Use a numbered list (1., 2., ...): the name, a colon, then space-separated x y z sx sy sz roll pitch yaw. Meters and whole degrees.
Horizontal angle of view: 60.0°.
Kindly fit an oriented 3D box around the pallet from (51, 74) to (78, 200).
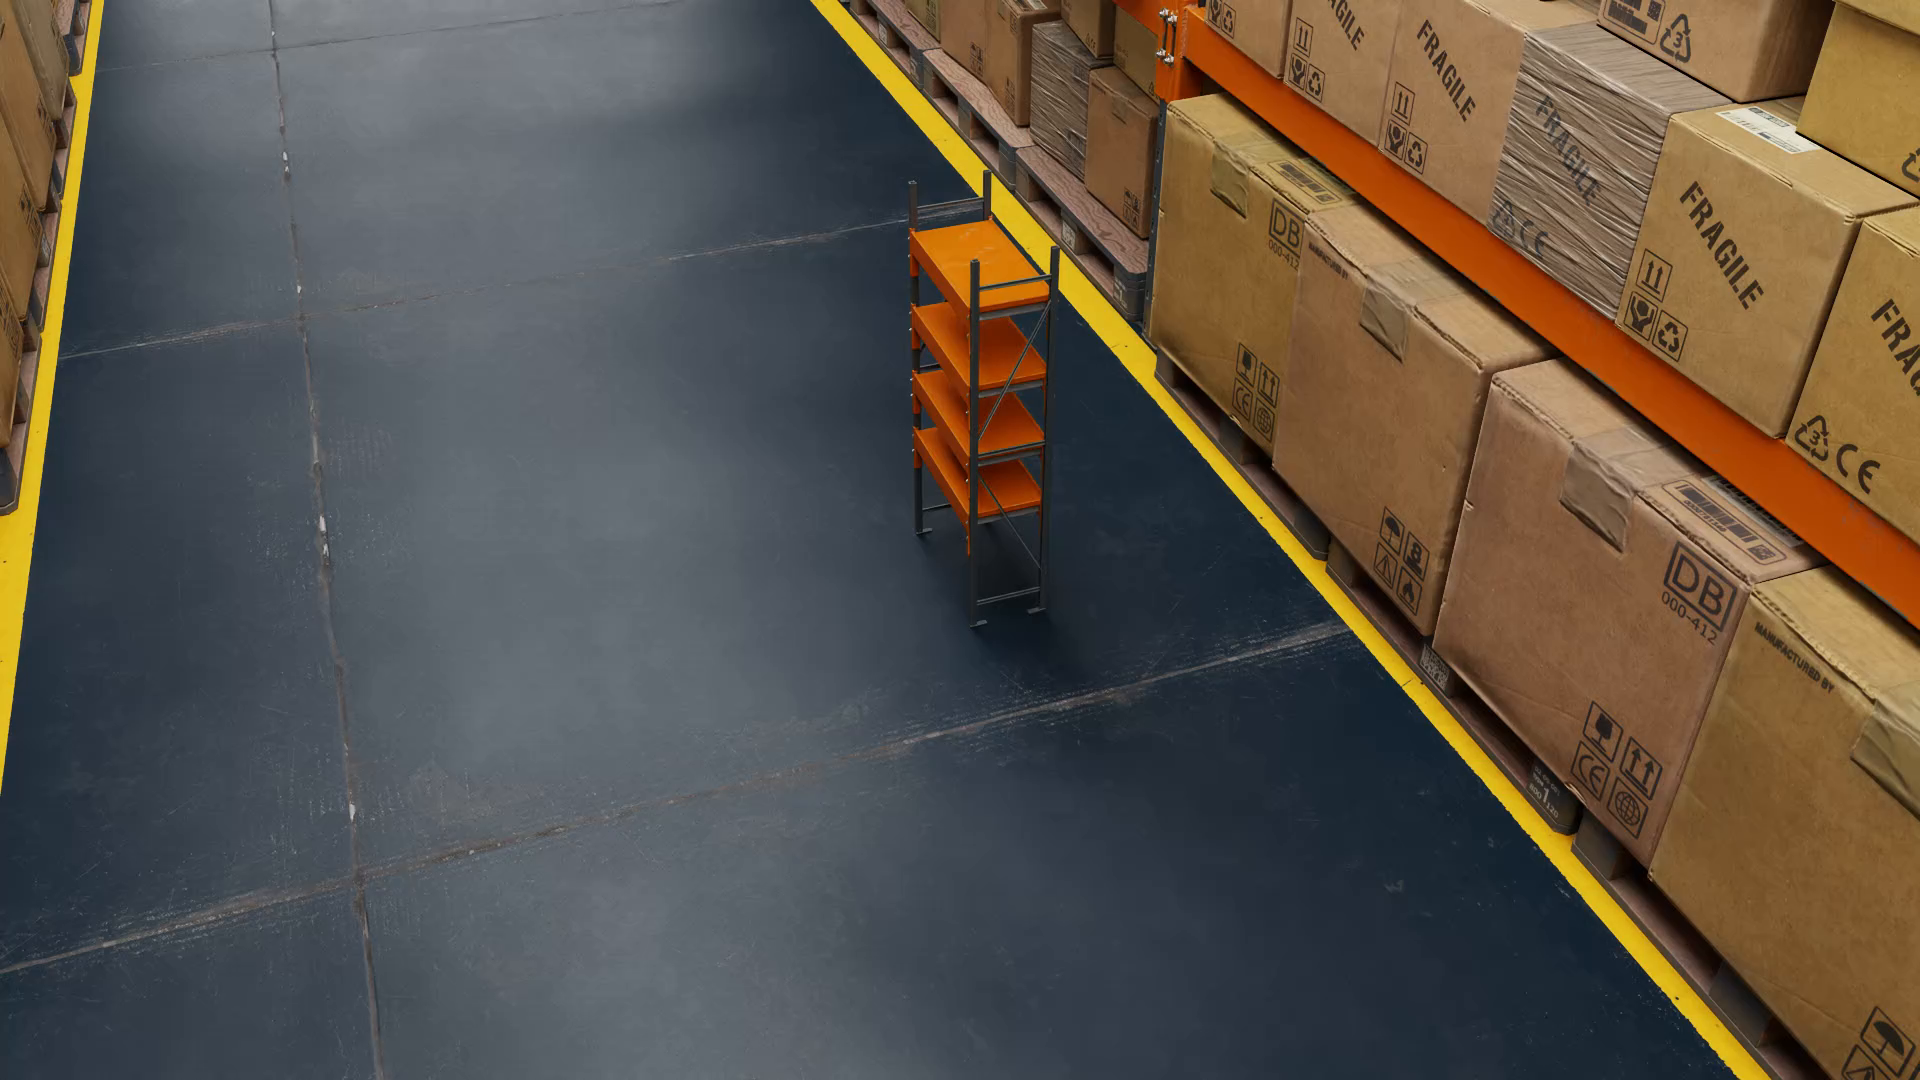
1. pallet: -4.559 -1.785 7.444 1.003 0.211 1.213 -12 39 -16

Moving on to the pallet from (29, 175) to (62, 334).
1. pallet: -4.135 -1.095 6.528 1.003 0.211 1.213 -12 39 -16

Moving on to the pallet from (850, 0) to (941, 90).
1. pallet: 0.066 -2.735 8.706 1.003 0.211 1.213 -12 39 -16

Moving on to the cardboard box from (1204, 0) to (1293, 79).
1. cardboard box: 1.085 -1.738 4.981 0.500 0.500 0.500 -11 38 -15

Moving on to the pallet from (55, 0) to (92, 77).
1. pallet: -5.083 -2.651 8.594 1.003 0.211 1.213 -12 39 -16

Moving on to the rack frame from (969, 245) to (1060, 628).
1. rack frame: 0.141 -0.248 4.582 0.240 1.200 0.015 -12 39 -16

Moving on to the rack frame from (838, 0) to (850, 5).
1. rack frame: -0.203 -4.289 8.451 1.000 3.000 0.127 -12 39 -16

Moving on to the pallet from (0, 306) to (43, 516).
1. pallet: -3.719 -0.406 5.614 1.003 0.211 1.213 -12 39 -16

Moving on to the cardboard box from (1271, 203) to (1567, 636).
1. cardboard box: 1.691 -0.449 4.770 1.225 0.875 0.875 -12 39 -16

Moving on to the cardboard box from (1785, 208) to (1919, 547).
1. cardboard box: 1.968 -0.298 3.069 0.500 0.500 0.500 -11 38 -15

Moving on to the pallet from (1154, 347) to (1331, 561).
1. pallet: 1.374 -0.454 5.678 1.003 0.211 1.213 -12 39 -16

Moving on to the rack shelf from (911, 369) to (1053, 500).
1. rack shelf: 0.057 -0.332 4.805 0.258 0.148 0.480 -12 39 -16

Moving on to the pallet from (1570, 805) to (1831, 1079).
1. pallet: 2.213 0.924 3.848 1.003 0.211 1.213 -12 39 -16

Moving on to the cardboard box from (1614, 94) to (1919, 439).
1. cardboard box: 1.782 -0.592 3.459 0.500 0.500 0.500 -13 39 -16

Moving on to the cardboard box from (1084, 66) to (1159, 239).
1. cardboard box: 0.924 -1.581 6.567 0.700 0.500 0.500 -14 39 -18

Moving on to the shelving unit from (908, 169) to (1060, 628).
1. shelving unit: 0.057 -0.386 4.765 0.258 1.200 0.503 -12 39 -16

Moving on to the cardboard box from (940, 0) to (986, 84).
1. cardboard box: 0.327 -2.525 7.822 0.700 0.500 0.500 -16 40 -20

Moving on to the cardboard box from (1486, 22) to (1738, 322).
1. cardboard box: 1.614 -0.876 3.836 0.500 0.500 0.500 -12 39 -16

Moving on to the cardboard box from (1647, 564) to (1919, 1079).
1. cardboard box: 2.311 0.554 3.438 1.225 0.875 0.875 -12 39 -16

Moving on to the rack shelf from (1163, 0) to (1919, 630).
1. rack shelf: 1.861 -0.612 4.167 1.077 0.370 4.000 -12 39 -16

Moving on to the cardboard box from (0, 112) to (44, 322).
1. cardboard box: -3.948 -1.184 5.850 1.050 0.750 0.750 -12 39 -15

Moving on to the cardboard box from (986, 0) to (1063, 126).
1. cardboard box: 0.519 -2.210 7.403 0.700 0.500 0.500 -9 38 -12

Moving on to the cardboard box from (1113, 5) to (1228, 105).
1. cardboard box: 0.914 -1.878 6.339 0.500 0.250 0.500 -11 38 -14

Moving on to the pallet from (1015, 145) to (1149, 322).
1. pallet: 0.906 -1.357 6.876 1.003 0.211 1.213 -12 39 -16

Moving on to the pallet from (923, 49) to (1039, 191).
1. pallet: 0.490 -2.045 7.790 1.003 0.211 1.213 -12 39 -16

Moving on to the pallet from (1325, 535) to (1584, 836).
1. pallet: 1.790 0.234 4.764 1.003 0.211 1.213 -12 39 -16

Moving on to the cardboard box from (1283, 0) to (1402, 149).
1. cardboard box: 1.265 -1.447 4.595 0.500 0.500 0.500 -13 39 -17

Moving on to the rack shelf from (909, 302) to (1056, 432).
1. rack shelf: 0.057 -0.511 4.671 0.258 0.148 0.480 -12 39 -16

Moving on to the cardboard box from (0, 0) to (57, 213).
1. cardboard box: -4.269 -1.710 6.548 1.050 0.750 0.750 -12 39 -16

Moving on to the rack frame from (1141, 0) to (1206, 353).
1. rack frame: 1.173 -2.029 5.451 1.000 3.000 0.127 -12 39 -16

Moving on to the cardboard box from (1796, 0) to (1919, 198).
1. cardboard box: 2.097 -0.959 3.114 0.797 0.503 0.637 -12 39 -15

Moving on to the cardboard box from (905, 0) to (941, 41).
1. cardboard box: 0.134 -2.841 8.241 0.700 0.500 0.500 -13 39 -16

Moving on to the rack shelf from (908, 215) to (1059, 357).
1. rack shelf: 0.057 -0.700 4.528 0.258 0.148 0.480 -12 39 -16

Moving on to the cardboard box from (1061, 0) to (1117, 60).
1. cardboard box: 0.722 -2.176 6.734 0.500 0.250 0.500 -8 38 -11

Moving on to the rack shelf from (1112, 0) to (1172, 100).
1. rack shelf: 0.485 -2.872 7.167 1.077 0.370 4.000 -12 39 -16

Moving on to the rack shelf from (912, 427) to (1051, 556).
1. rack shelf: 0.057 -0.173 4.925 0.258 0.148 0.480 -12 39 -16

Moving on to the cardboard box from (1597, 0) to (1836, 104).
1. cardboard box: 1.868 -1.307 3.575 0.797 0.503 0.637 -11 38 -14

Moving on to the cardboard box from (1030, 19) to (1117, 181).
1. cardboard box: 0.721 -1.891 6.980 0.700 0.500 0.500 -16 40 -20

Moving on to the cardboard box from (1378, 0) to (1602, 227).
1. cardboard box: 1.444 -1.159 4.212 0.500 0.500 0.500 -13 39 -17

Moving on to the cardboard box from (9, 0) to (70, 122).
1. cardboard box: -4.597 -2.256 7.273 1.050 0.750 0.750 -13 39 -16

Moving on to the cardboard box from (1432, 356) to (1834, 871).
1. cardboard box: 2.002 0.049 4.108 1.225 0.875 0.875 -14 39 -18

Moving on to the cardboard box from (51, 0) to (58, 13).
1. cardboard box: -5.046 -3.008 8.167 0.875 0.875 0.875 -12 39 -15

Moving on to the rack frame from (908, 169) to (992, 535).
1. rack frame: -0.027 -0.524 4.948 0.240 1.200 0.015 -12 39 -16

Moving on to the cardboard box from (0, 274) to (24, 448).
1. cardboard box: -3.644 -0.691 5.195 1.050 0.750 0.750 -13 39 -17

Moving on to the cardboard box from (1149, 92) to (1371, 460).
1. cardboard box: 1.391 -0.954 5.440 1.225 0.875 0.875 -14 39 -18
